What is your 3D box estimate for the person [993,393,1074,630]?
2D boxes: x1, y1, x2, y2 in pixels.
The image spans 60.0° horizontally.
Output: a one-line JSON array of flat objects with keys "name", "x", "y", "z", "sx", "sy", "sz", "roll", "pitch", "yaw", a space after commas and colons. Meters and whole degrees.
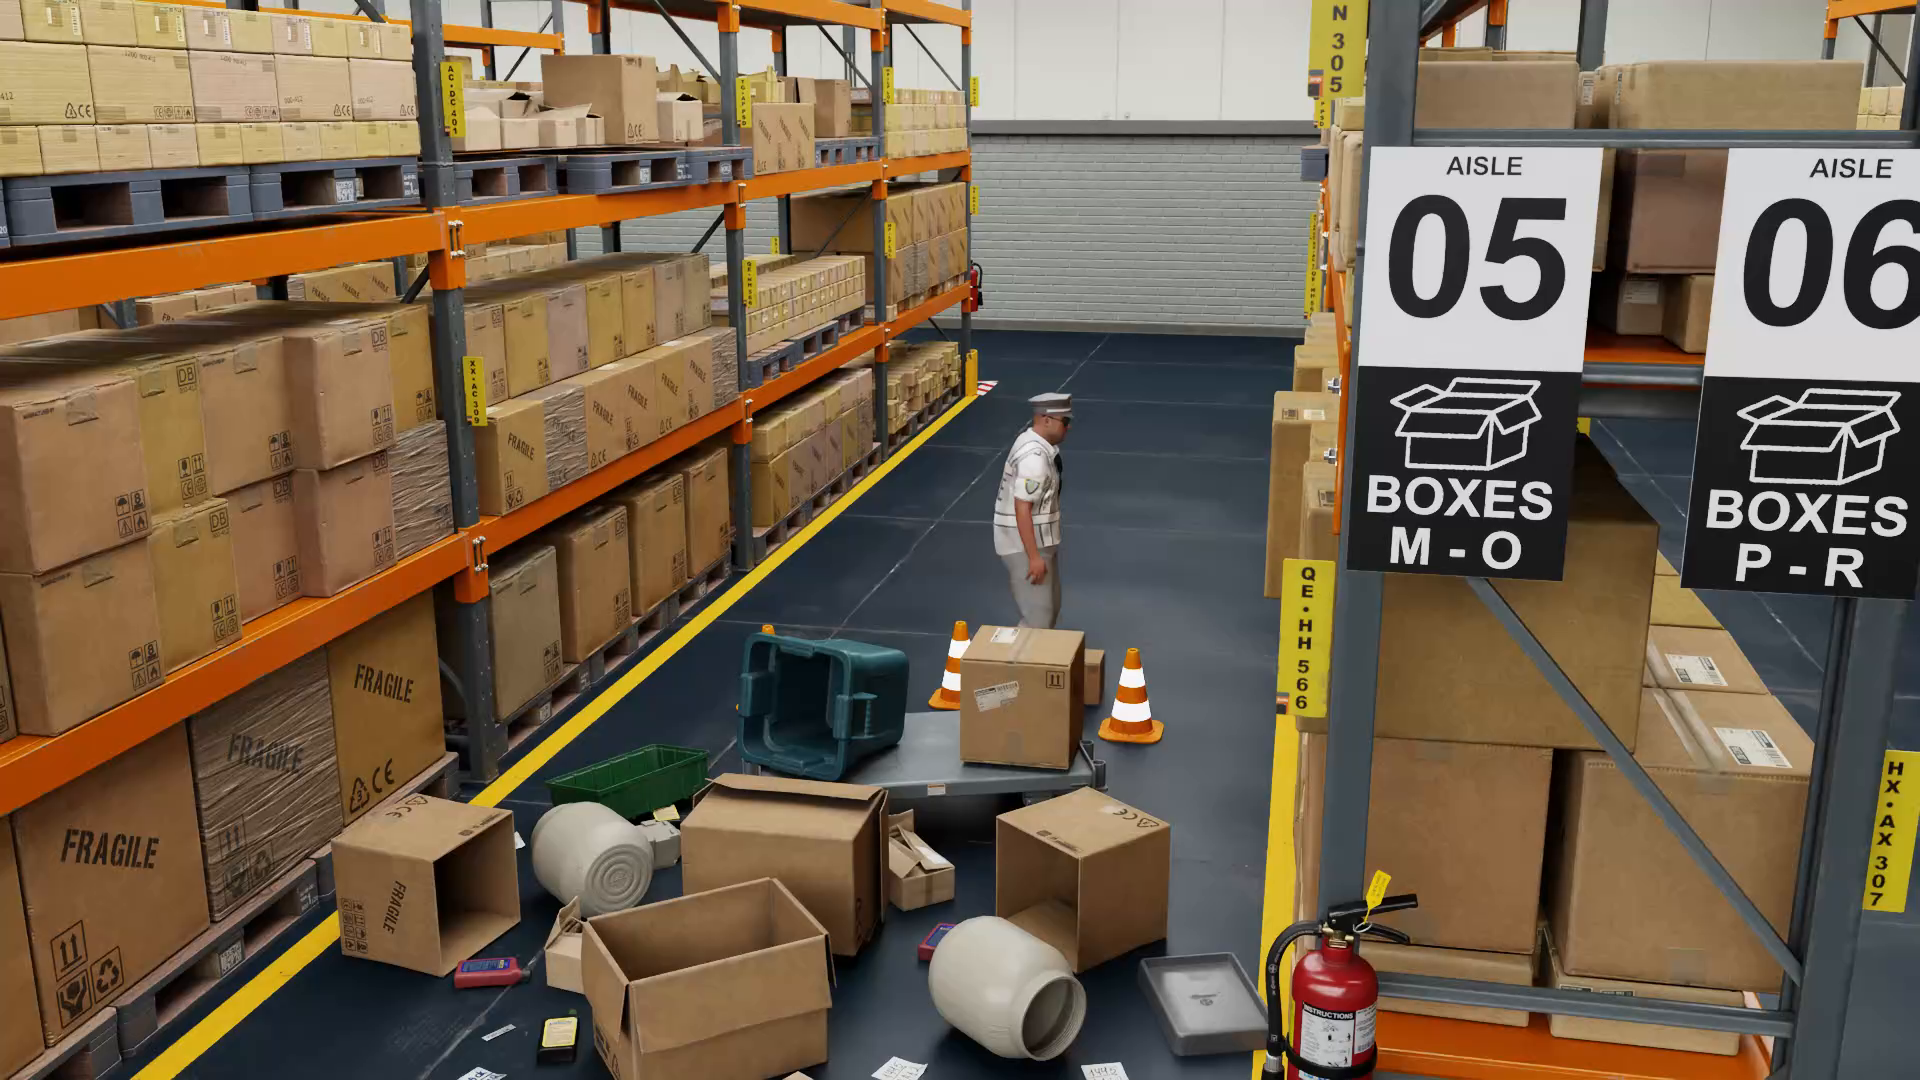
[{"name": "person", "x": 0.415, "y": 0.040, "z": 9.343, "sx": 0.443, "sy": 1.746, "sz": 0.590, "roll": 2, "pitch": 15, "yaw": 9}]
